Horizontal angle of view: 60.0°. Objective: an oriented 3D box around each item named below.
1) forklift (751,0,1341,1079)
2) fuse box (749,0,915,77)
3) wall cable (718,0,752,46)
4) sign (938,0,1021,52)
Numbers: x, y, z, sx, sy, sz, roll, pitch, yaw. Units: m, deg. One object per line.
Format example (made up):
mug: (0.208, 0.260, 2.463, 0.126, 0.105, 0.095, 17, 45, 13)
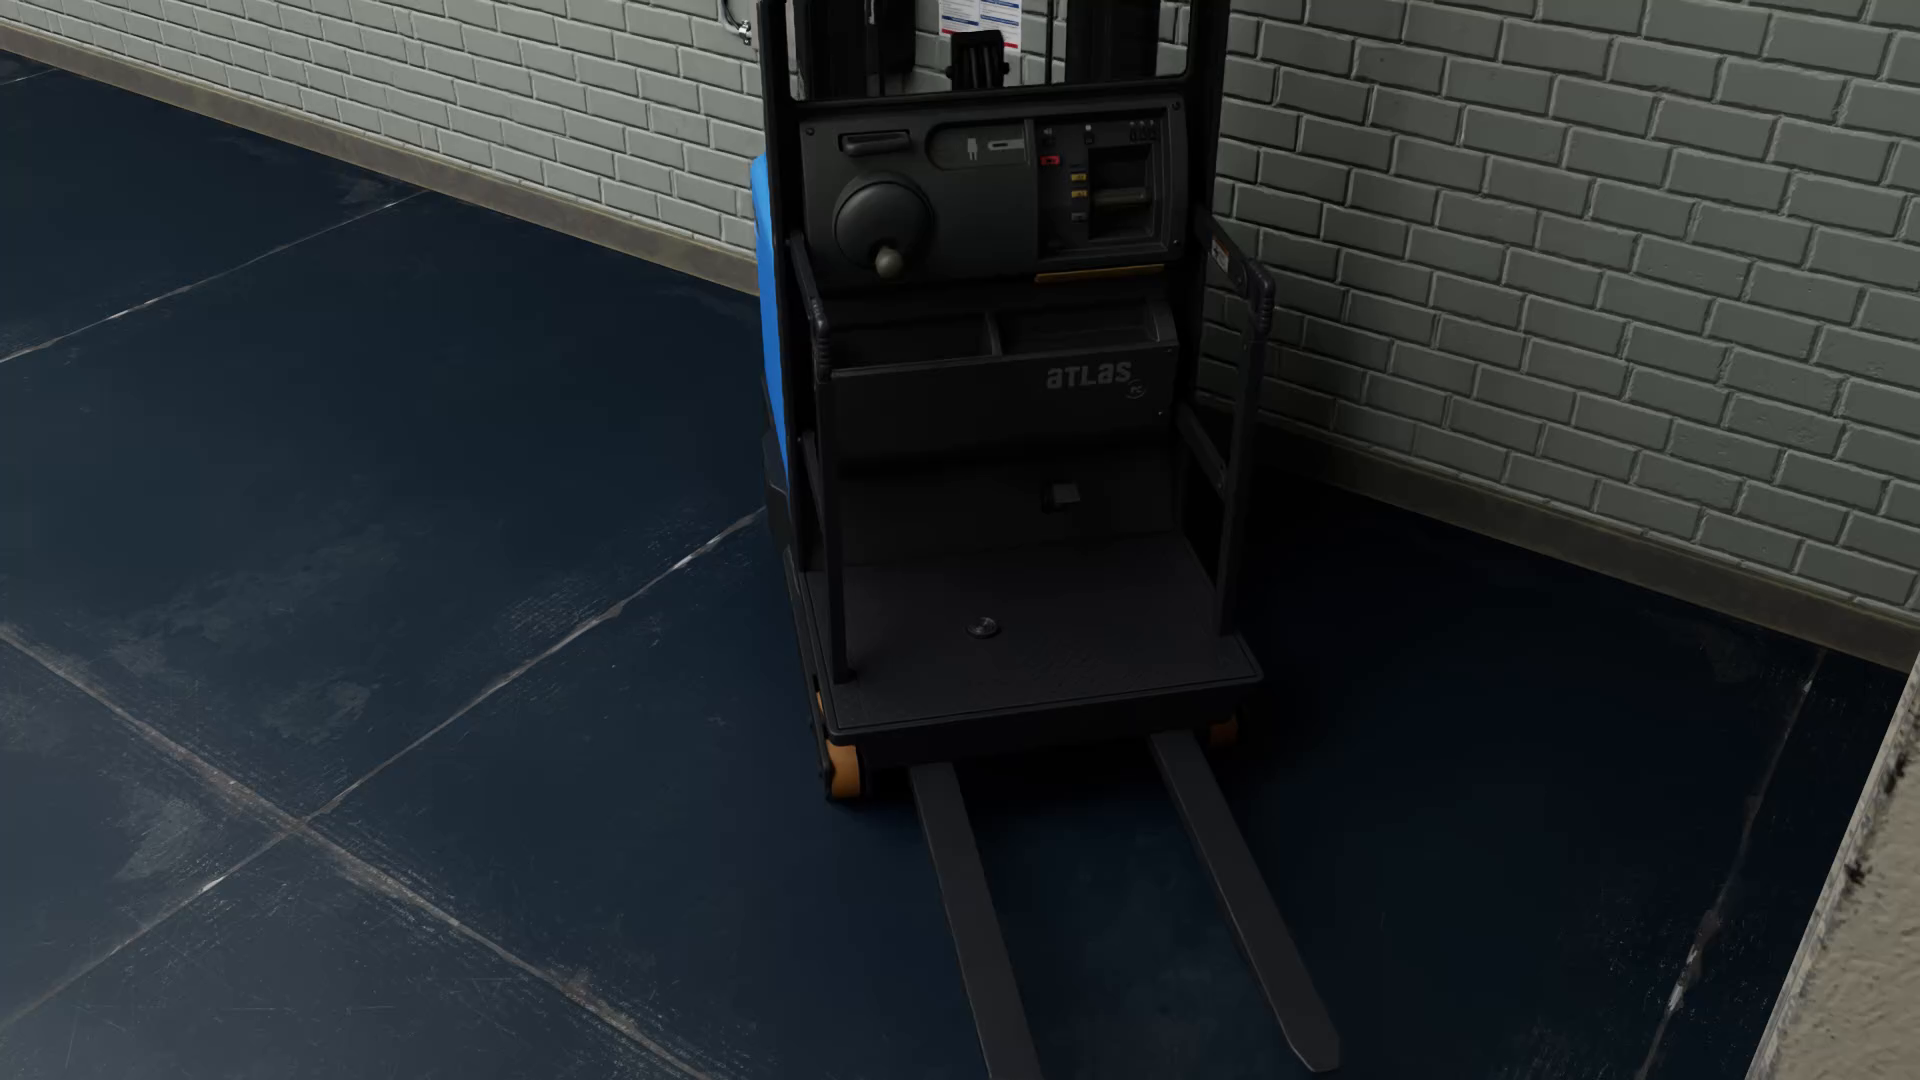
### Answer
forklift: (0.134, -0.776, 3.780, 1.130, 2.935, 3.031, -6, 35, -9)
fuse box: (-0.461, -1.429, 5.835, 0.539, 1.711, 0.414, 21, 39, 28)
wall cable: (-0.932, -2.674, 5.619, 0.588, 1.984, 0.122, 21, 39, 28)
sign: (0.063, -1.861, 5.408, 0.329, 0.494, 0.001, 21, 39, 28)
